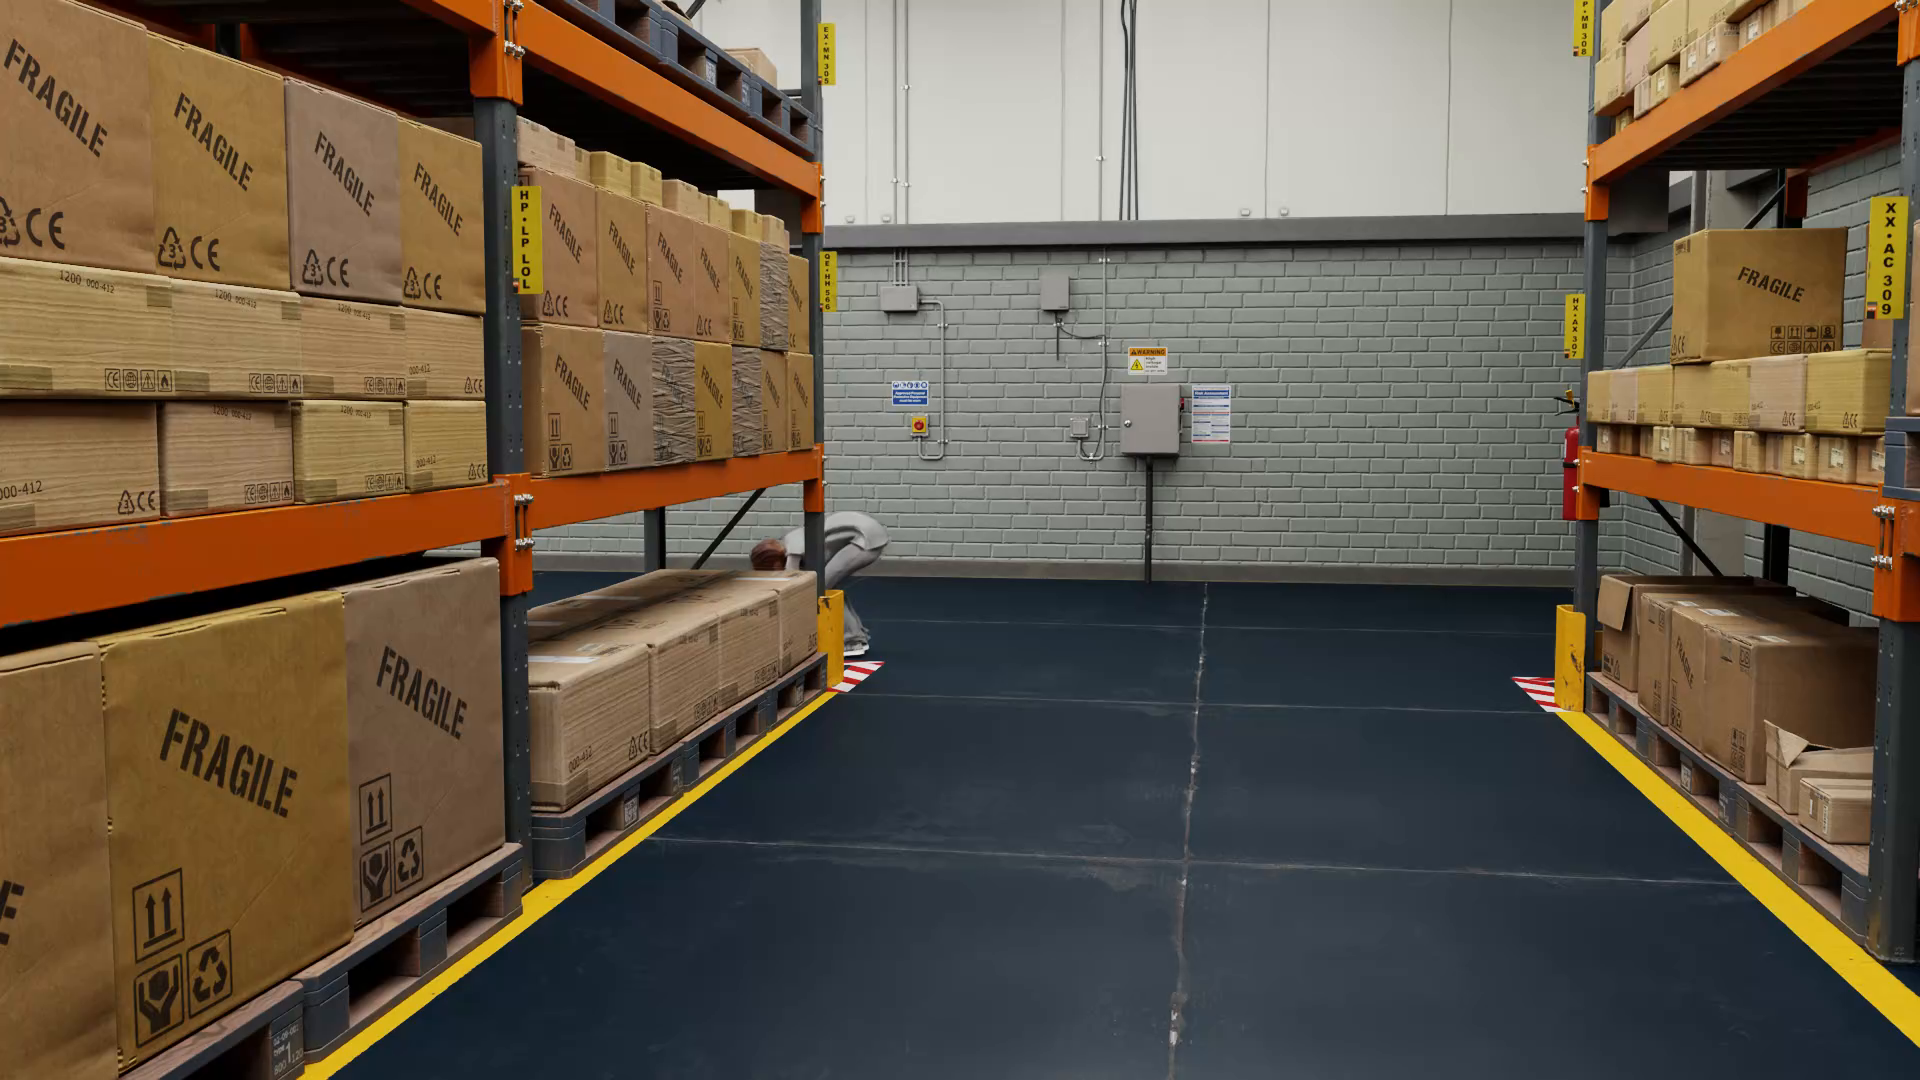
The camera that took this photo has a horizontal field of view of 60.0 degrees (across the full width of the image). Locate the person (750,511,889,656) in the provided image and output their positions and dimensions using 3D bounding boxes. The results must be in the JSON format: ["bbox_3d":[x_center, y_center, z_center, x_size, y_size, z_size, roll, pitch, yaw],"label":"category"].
[{"bbox_3d":[-0.860,0.267,10.214,0.854,0.887,0.421,0,5,-1],"label":"person"}]
